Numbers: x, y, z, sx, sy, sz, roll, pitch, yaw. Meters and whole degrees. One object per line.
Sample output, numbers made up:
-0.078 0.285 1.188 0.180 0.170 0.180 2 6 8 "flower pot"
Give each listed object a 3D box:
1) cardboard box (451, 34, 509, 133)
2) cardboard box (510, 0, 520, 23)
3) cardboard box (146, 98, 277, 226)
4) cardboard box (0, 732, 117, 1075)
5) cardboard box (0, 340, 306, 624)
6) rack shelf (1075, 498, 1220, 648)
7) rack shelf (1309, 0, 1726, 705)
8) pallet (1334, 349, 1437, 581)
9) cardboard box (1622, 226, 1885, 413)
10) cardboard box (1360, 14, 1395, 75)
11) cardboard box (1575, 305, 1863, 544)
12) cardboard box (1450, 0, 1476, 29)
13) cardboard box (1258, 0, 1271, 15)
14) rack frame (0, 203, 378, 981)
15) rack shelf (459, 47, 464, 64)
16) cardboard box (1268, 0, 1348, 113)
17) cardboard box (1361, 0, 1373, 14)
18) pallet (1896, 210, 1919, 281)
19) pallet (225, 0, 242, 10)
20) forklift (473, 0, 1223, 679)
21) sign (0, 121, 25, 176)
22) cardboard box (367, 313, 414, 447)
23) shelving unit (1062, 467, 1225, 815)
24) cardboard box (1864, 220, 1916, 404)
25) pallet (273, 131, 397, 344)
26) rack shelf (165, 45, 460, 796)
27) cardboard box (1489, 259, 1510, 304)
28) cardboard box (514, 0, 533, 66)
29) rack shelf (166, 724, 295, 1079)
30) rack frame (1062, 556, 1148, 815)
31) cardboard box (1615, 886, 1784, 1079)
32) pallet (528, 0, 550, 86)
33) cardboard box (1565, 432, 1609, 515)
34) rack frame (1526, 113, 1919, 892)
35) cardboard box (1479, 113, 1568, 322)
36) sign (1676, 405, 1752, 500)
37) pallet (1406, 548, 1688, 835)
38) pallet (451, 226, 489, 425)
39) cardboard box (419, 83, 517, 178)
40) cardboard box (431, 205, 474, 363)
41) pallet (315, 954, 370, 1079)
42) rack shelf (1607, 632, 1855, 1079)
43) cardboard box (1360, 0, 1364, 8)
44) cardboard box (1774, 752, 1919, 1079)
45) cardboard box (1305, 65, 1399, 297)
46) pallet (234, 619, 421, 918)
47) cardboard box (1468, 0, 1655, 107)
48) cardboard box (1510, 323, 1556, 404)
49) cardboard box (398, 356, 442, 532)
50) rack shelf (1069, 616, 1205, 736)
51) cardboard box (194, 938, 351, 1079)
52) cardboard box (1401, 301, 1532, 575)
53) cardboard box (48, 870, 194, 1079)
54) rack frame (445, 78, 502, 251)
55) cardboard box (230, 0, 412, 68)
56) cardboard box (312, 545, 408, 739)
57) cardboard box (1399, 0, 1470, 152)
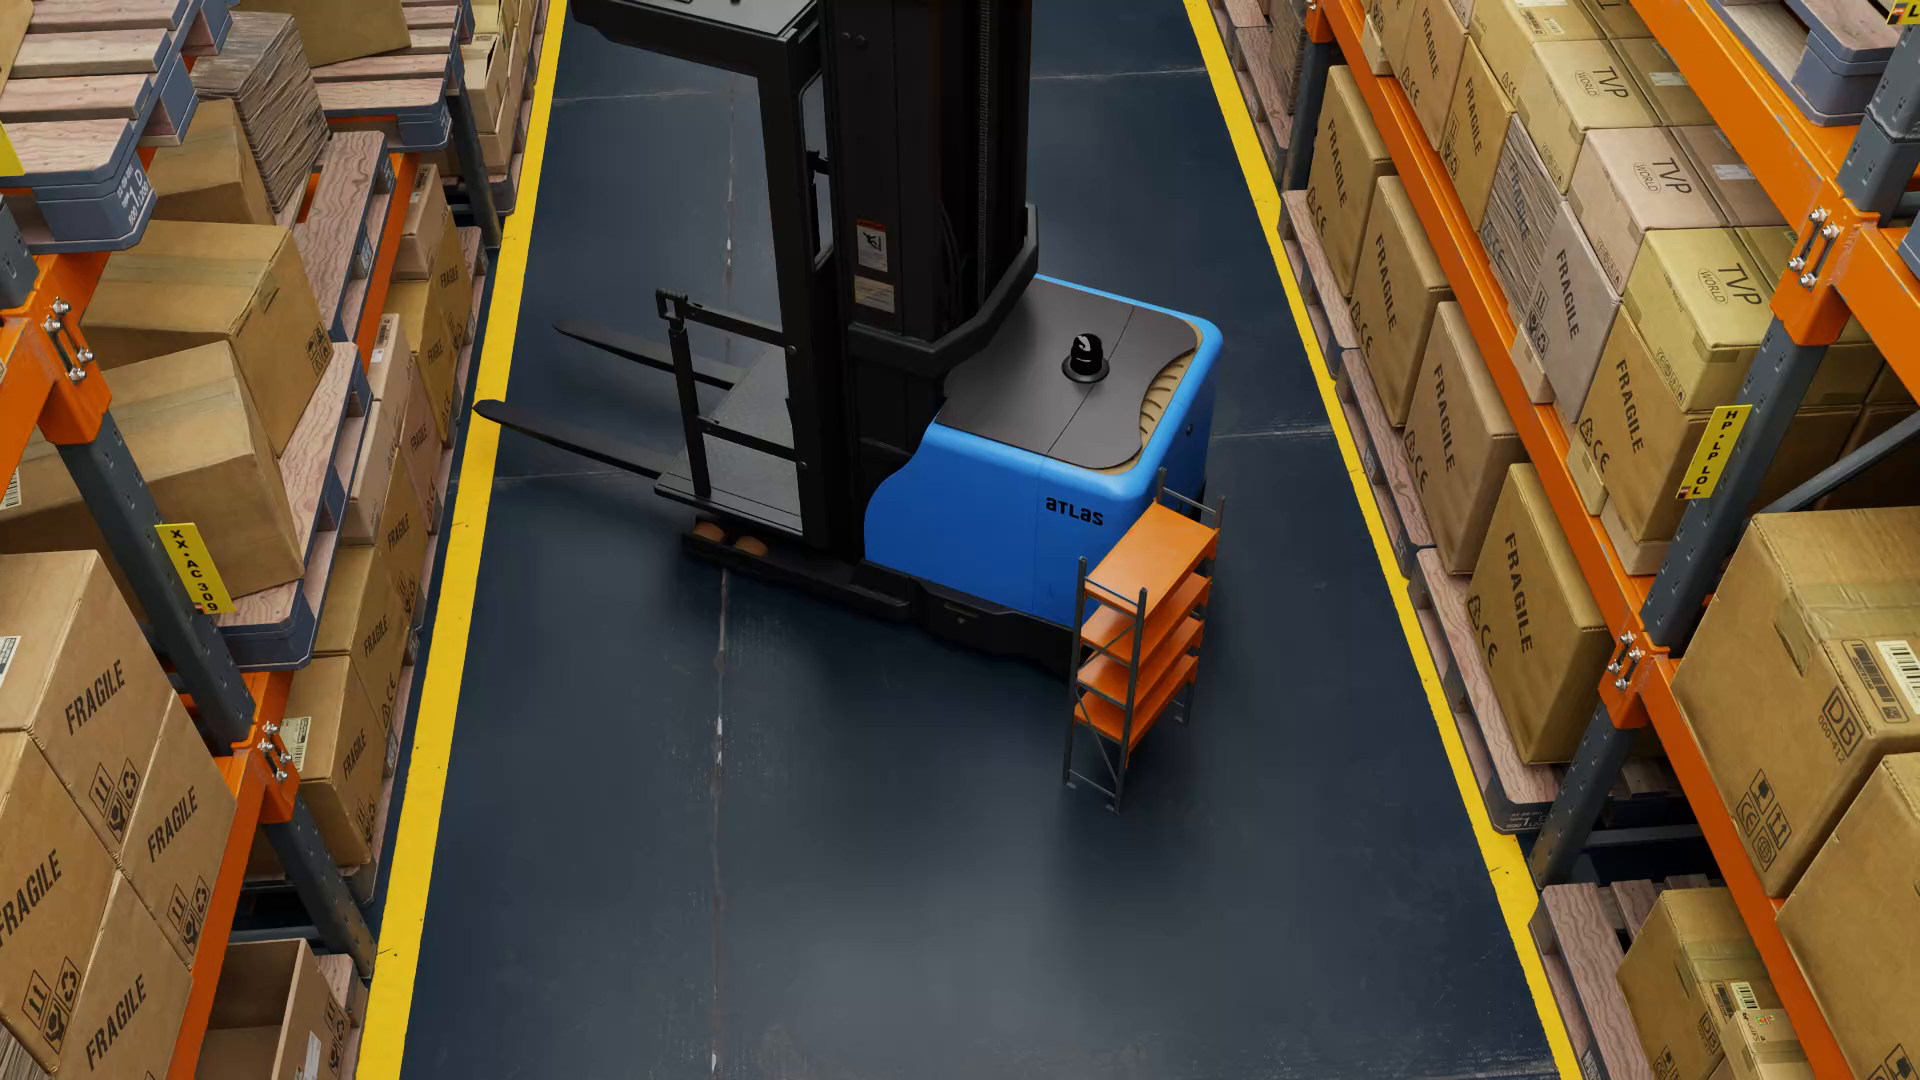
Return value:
-2.537 -2.271 8.190 0.500 0.311 0.500 -2 47 -2 "cardboard box"
-2.630 -3.020 8.899 0.500 0.311 0.500 -5 47 -4 "cardboard box"
-2.660 -1.042 5.449 0.700 0.500 0.500 -14 48 -13 "cardboard box"
-2.105 0.754 3.349 0.500 0.500 0.500 -4 47 -4 "cardboard box"
-2.267 -0.124 4.580 0.700 0.500 0.500 -18 49 -16 "cardboard box"
0.614 0.102 5.422 0.258 0.148 0.480 27 52 23 "rack shelf"
2.318 -1.092 6.350 1.077 0.370 4.000 -3 47 -3 "rack shelf"
2.240 -0.372 7.094 1.003 0.211 1.213 -3 47 -3 "pallet"
2.191 -0.616 4.600 0.500 0.250 0.500 -2 47 -2 "cardboard box"
1.898 -2.075 6.945 0.380 0.149 0.250 -2 47 -2 "cardboard box"
2.195 -0.355 4.869 0.500 0.500 0.500 -4 47 -4 "cardboard box"
2.023 -2.094 5.999 0.500 0.250 0.500 -3 47 -3 "cardboard box"
2.041 -3.334 9.396 0.700 0.500 0.500 -4 47 -4 "cardboard box"
-2.451 0.411 4.431 1.000 3.000 0.127 -3 47 -3 "rack frame"
-2.953 -3.683 8.804 1.077 0.370 4.000 -3 47 -3 "rack shelf"
2.038 -2.596 8.698 0.700 0.500 0.500 -3 47 -3 "cardboard box"
1.936 -2.563 6.961 0.500 0.500 0.500 -2 47 -2 "cardboard box"
2.543 -0.301 3.101 1.003 0.211 1.213 -3 47 -3 "pallet"
-2.525 -1.782 4.572 1.213 0.211 1.003 -3 47 -3 "pallet"
-0.570 -1.192 5.997 3.031 2.935 1.130 18 49 16 "forklift"
-1.911 -0.837 3.191 0.100 0.325 0.005 -3 47 -3 "sign"
-2.375 -0.590 6.281 0.500 0.250 0.500 -4 47 -4 "cardboard box"
0.614 0.372 5.707 0.258 1.200 0.503 27 52 23 "shelving unit"
2.706 -0.643 4.625 0.500 0.250 0.500 -2 47 -2 "cardboard box"
-2.618 -1.010 5.909 1.003 0.211 1.213 -3 47 -3 "pallet"
-2.618 -0.788 6.063 1.077 0.370 4.000 -3 47 -3 "rack shelf"
2.112 -0.962 5.891 0.380 0.149 0.250 -5 47 -4 "cardboard box"
-2.629 -2.818 9.094 0.500 0.250 0.500 -5 47 -4 "cardboard box"
-2.283 2.106 3.322 1.077 0.370 4.000 -3 47 -3 "rack shelf"
0.473 0.517 5.570 0.240 1.200 0.015 27 52 23 "rack frame"
2.446 1.370 4.956 0.700 0.500 0.500 -3 47 -3 "cardboard box"
-2.915 -3.003 9.585 1.003 0.211 1.213 -3 47 -3 "pallet"
2.130 -0.222 5.190 0.380 0.149 0.250 -3 47 -3 "cardboard box"
2.485 0.107 4.719 1.000 3.000 0.127 -3 47 -3 "rack frame"
2.109 -1.087 5.563 0.500 0.500 0.500 -3 47 -3 "cardboard box"
1.945 -0.224 4.289 0.100 0.325 0.005 -3 47 -3 "sign"
2.346 0.513 6.256 1.003 0.211 1.213 -3 47 -3 "pallet"
-2.761 -0.982 7.671 1.003 0.211 1.213 -3 47 -3 "pallet"
-2.537 -2.079 8.394 0.500 0.250 0.500 -4 47 -3 "cardboard box"
-2.473 -1.112 7.293 0.500 0.500 0.500 -2 47 -2 "cardboard box"
-2.394 1.867 4.973 1.003 0.211 1.213 -3 47 -3 "pallet"
2.653 1.802 3.610 1.077 0.370 4.000 -3 47 -3 "rack shelf"
1.947 -2.455 7.305 0.380 0.149 0.250 -4 47 -4 "cardboard box"
2.570 0.926 3.737 0.980 0.700 0.700 -5 47 -4 "cardboard box"
2.081 -1.652 7.576 0.750 0.750 0.750 -4 47 -4 "cardboard box"
-2.556 0.784 5.999 1.003 0.211 1.213 -3 47 -3 "pallet"
2.072 -1.725 5.650 0.500 0.250 0.500 -4 47 -4 "cardboard box"
2.073 -0.599 5.547 0.380 0.149 0.250 -3 47 -3 "cardboard box"
-2.380 -0.358 6.579 0.500 0.500 0.500 -5 47 -5 "cardboard box"
0.614 0.419 5.756 0.258 0.148 0.480 27 52 23 "rack shelf"
-2.120 1.514 4.805 0.500 0.500 0.500 -3 47 -3 "cardboard box"
2.224 -0.403 6.394 0.750 0.750 0.750 -2 47 -2 "cardboard box"
-2.109 1.096 3.714 0.500 0.500 0.500 -2 47 -2 "cardboard box"
-2.786 -2.483 7.172 1.000 3.000 0.127 -3 47 -3 "rack frame"
-2.620 -2.213 6.558 0.700 0.500 0.500 -18 49 -16 "cardboard box"
-2.304 0.369 5.889 0.500 0.500 0.500 -3 47 -3 "cardboard box"
2.011 -1.825 6.261 0.500 0.500 0.500 -4 47 -3 "cardboard box"
